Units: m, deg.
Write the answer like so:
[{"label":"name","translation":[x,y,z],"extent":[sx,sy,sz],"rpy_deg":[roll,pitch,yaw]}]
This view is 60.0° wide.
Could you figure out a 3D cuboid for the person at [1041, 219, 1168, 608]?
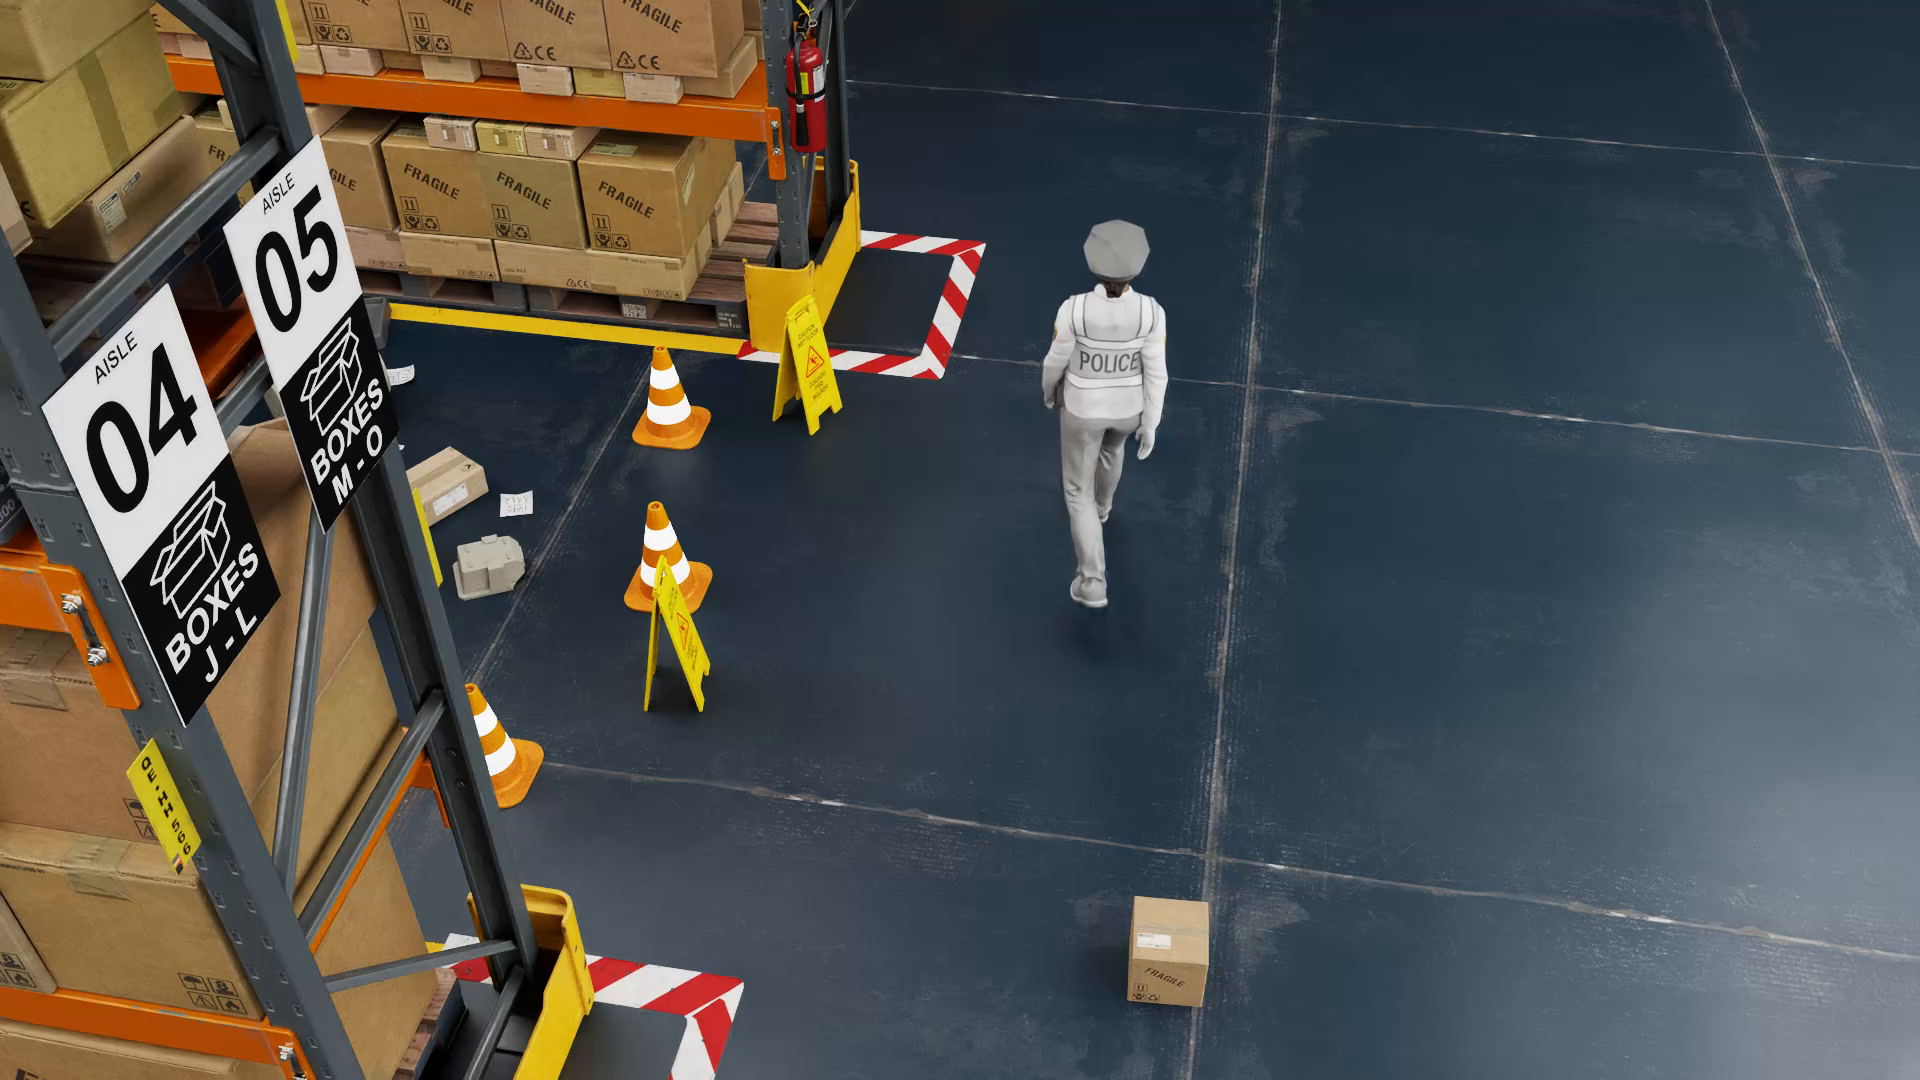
[{"label":"person","translation":[0.576,-0.549,6.760],"extent":[0.480,1.640,0.987],"rpy_deg":[-5,41,-5]}]
